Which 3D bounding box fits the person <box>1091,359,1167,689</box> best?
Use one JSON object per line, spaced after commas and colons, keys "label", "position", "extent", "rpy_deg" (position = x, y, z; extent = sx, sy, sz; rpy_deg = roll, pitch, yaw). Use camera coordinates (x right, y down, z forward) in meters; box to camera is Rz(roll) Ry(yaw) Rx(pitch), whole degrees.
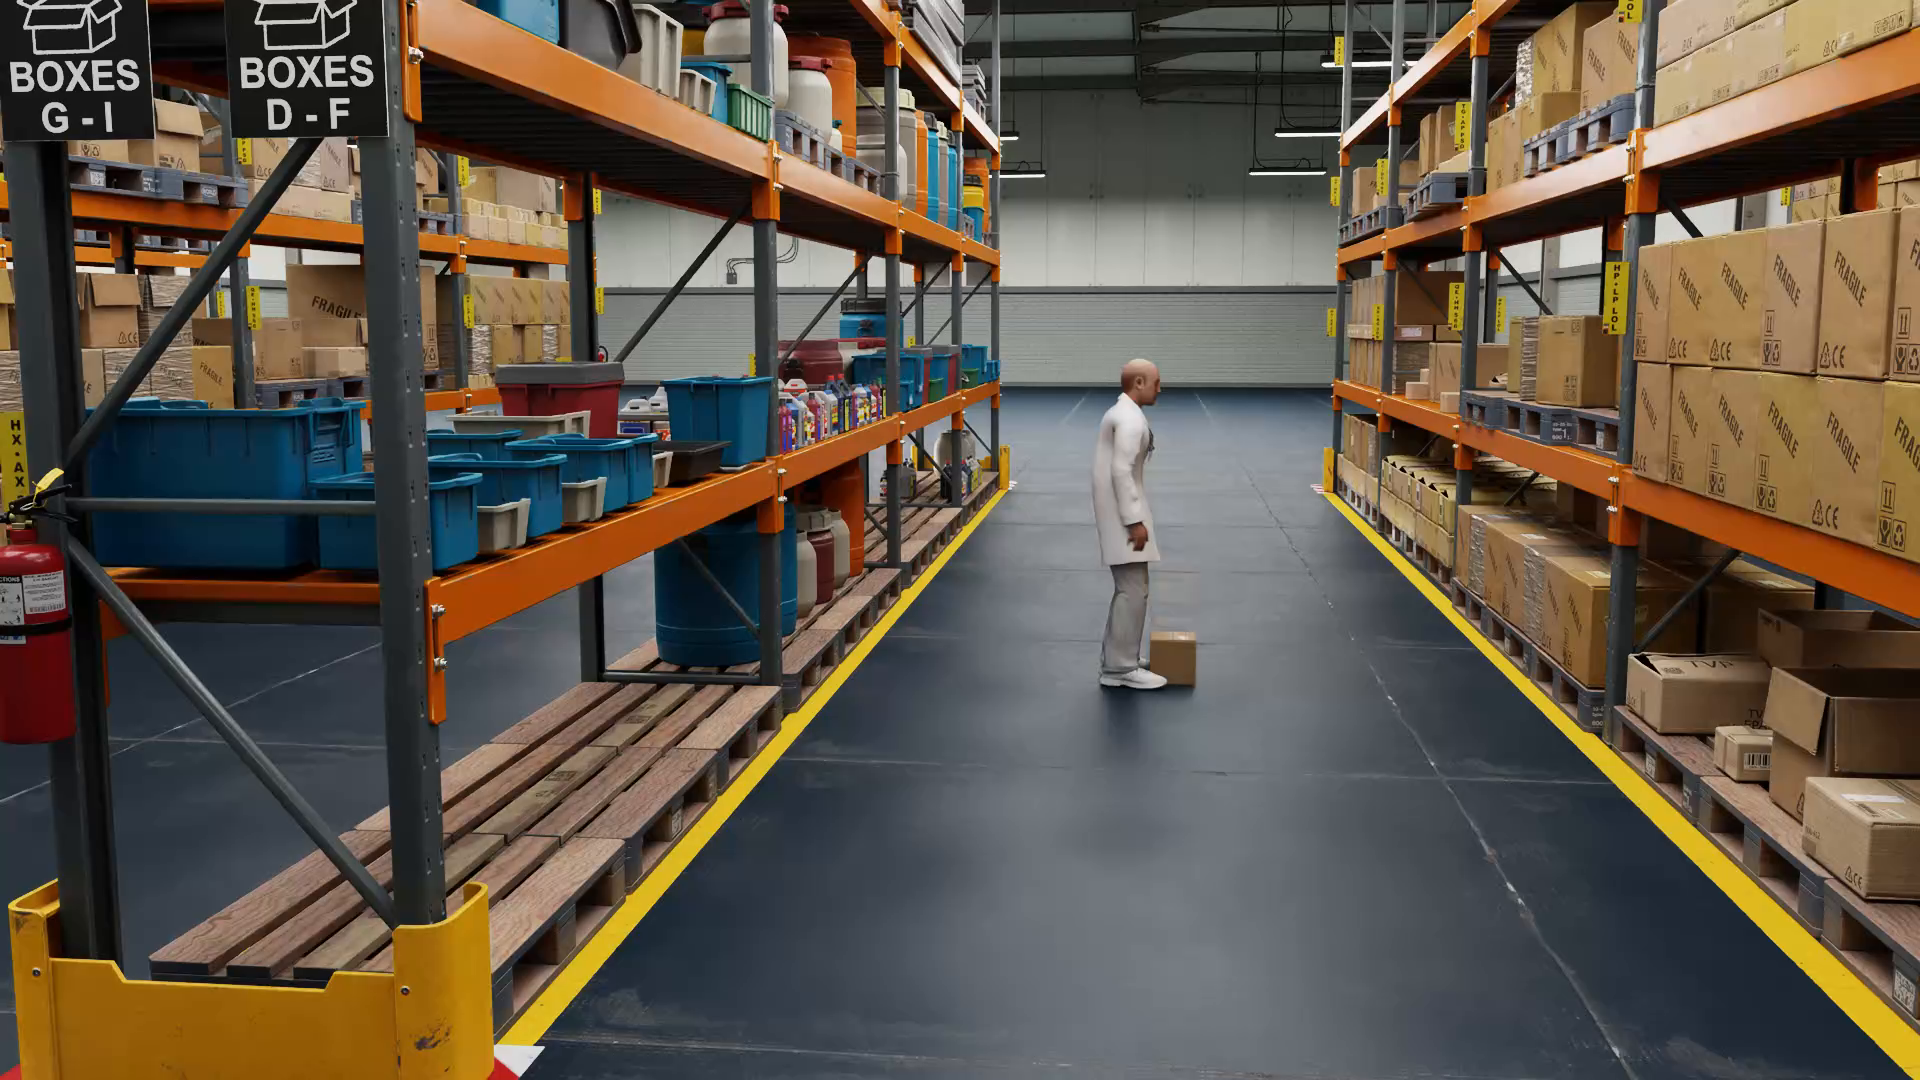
{"label": "person", "position": [0.933, -0.104, 9.151], "extent": [0.429, 1.772, 0.645], "rpy_deg": [0, 7, 3]}
